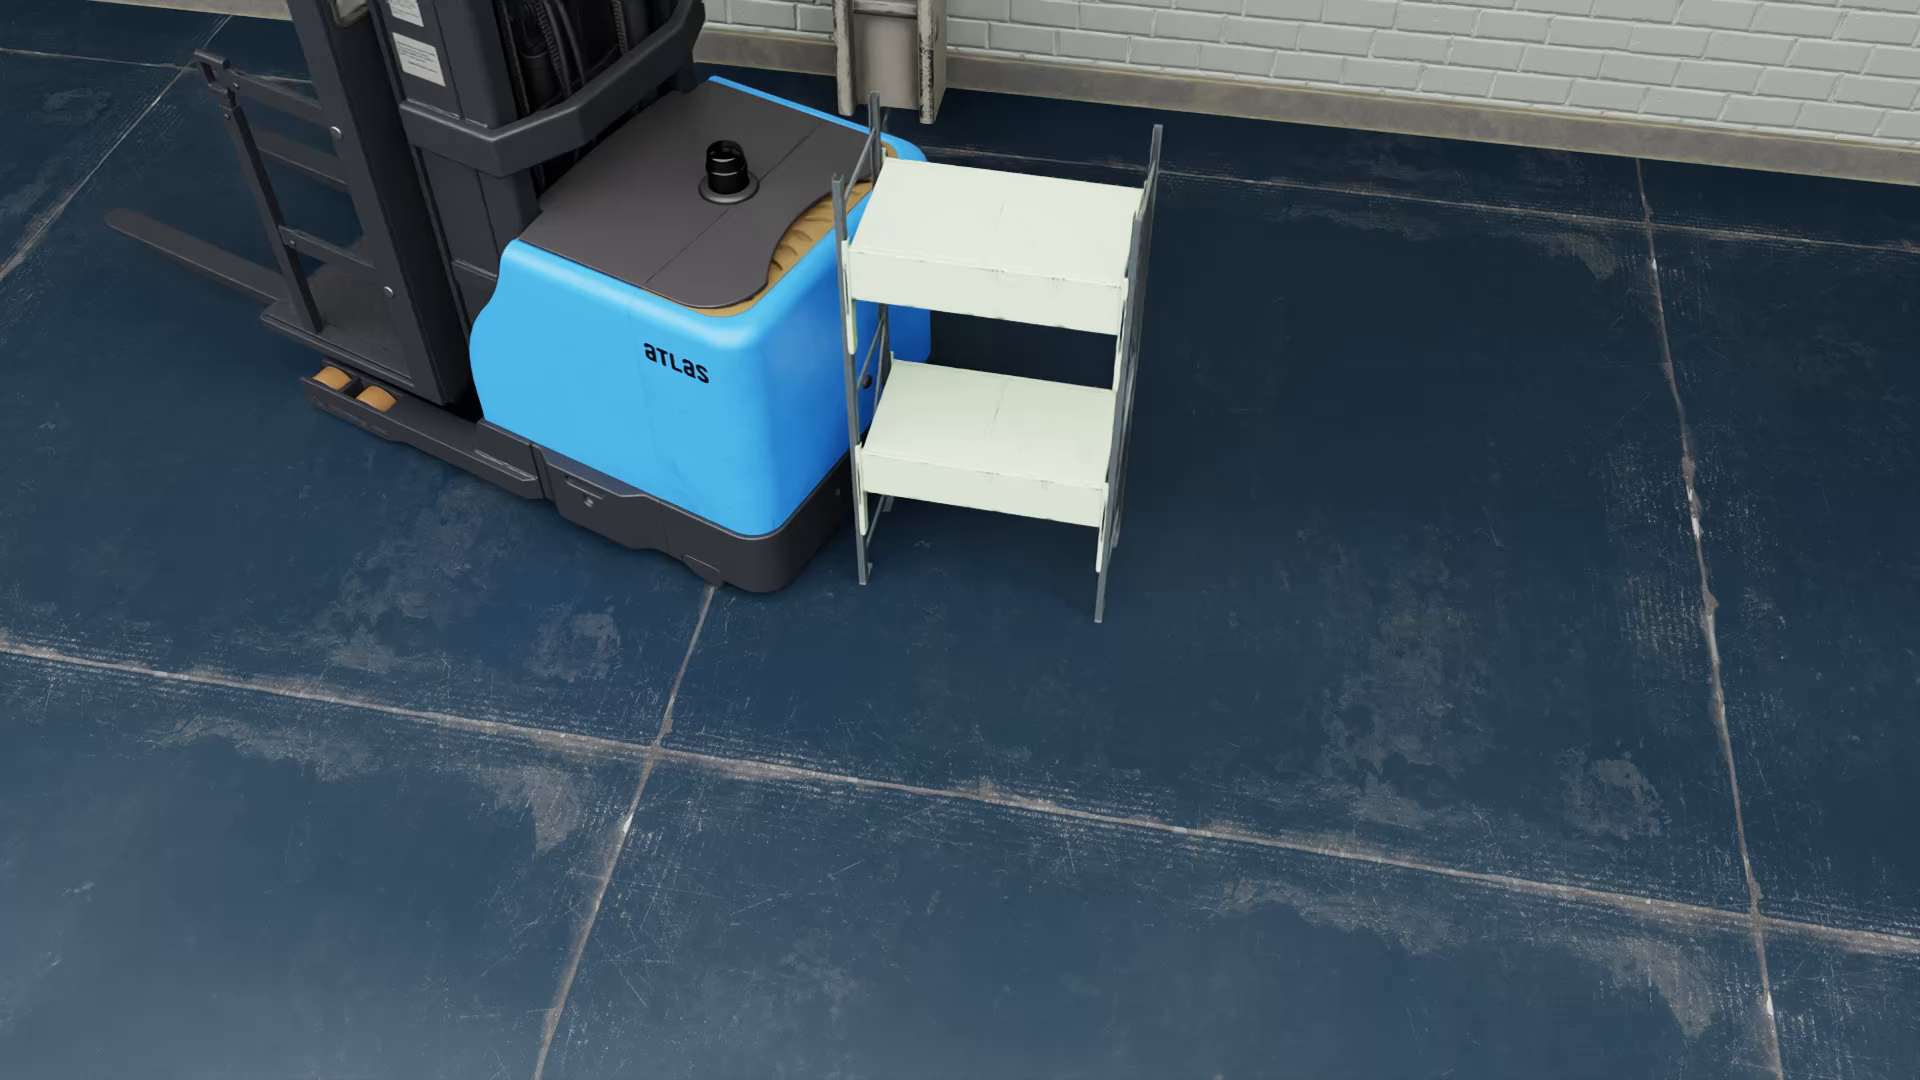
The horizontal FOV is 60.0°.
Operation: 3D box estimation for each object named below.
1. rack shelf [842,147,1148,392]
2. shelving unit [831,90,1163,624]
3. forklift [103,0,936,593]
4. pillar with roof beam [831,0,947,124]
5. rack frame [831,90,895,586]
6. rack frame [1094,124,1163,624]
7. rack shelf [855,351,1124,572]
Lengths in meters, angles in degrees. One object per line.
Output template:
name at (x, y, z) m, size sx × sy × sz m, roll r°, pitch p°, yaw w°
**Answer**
rack shelf at (0.099, -0.712, 4.357) m, size 0.720 × 0.370 × 0.431 m, roll 9°, pitch 49°, yaw 8°
shelving unit at (0.099, -0.451, 4.647) m, size 0.755 × 1.500 × 0.431 m, roll 9°, pitch 49°, yaw 8°
forklift at (-1.613, -1.644, 4.756) m, size 3.031 × 2.935 × 1.130 m, roll 23°, pitch 52°, yaw 19°
pillar with roof beam at (-1.042, -1.689, 0.718) m, size 0.400 × 9.000 × 9.100 m, roll 8°, pitch 49°, yaw 7°
rack frame at (-0.259, -0.507, 4.697) m, size 0.023 × 1.500 × 0.400 m, roll 9°, pitch 49°, yaw 8°
rack frame at (0.457, -0.395, 4.597) m, size 0.023 × 1.500 × 0.400 m, roll 9°, pitch 49°, yaw 8°
rack shelf at (0.099, -0.233, 4.890) m, size 0.720 × 0.370 × 0.431 m, roll 9°, pitch 49°, yaw 8°
